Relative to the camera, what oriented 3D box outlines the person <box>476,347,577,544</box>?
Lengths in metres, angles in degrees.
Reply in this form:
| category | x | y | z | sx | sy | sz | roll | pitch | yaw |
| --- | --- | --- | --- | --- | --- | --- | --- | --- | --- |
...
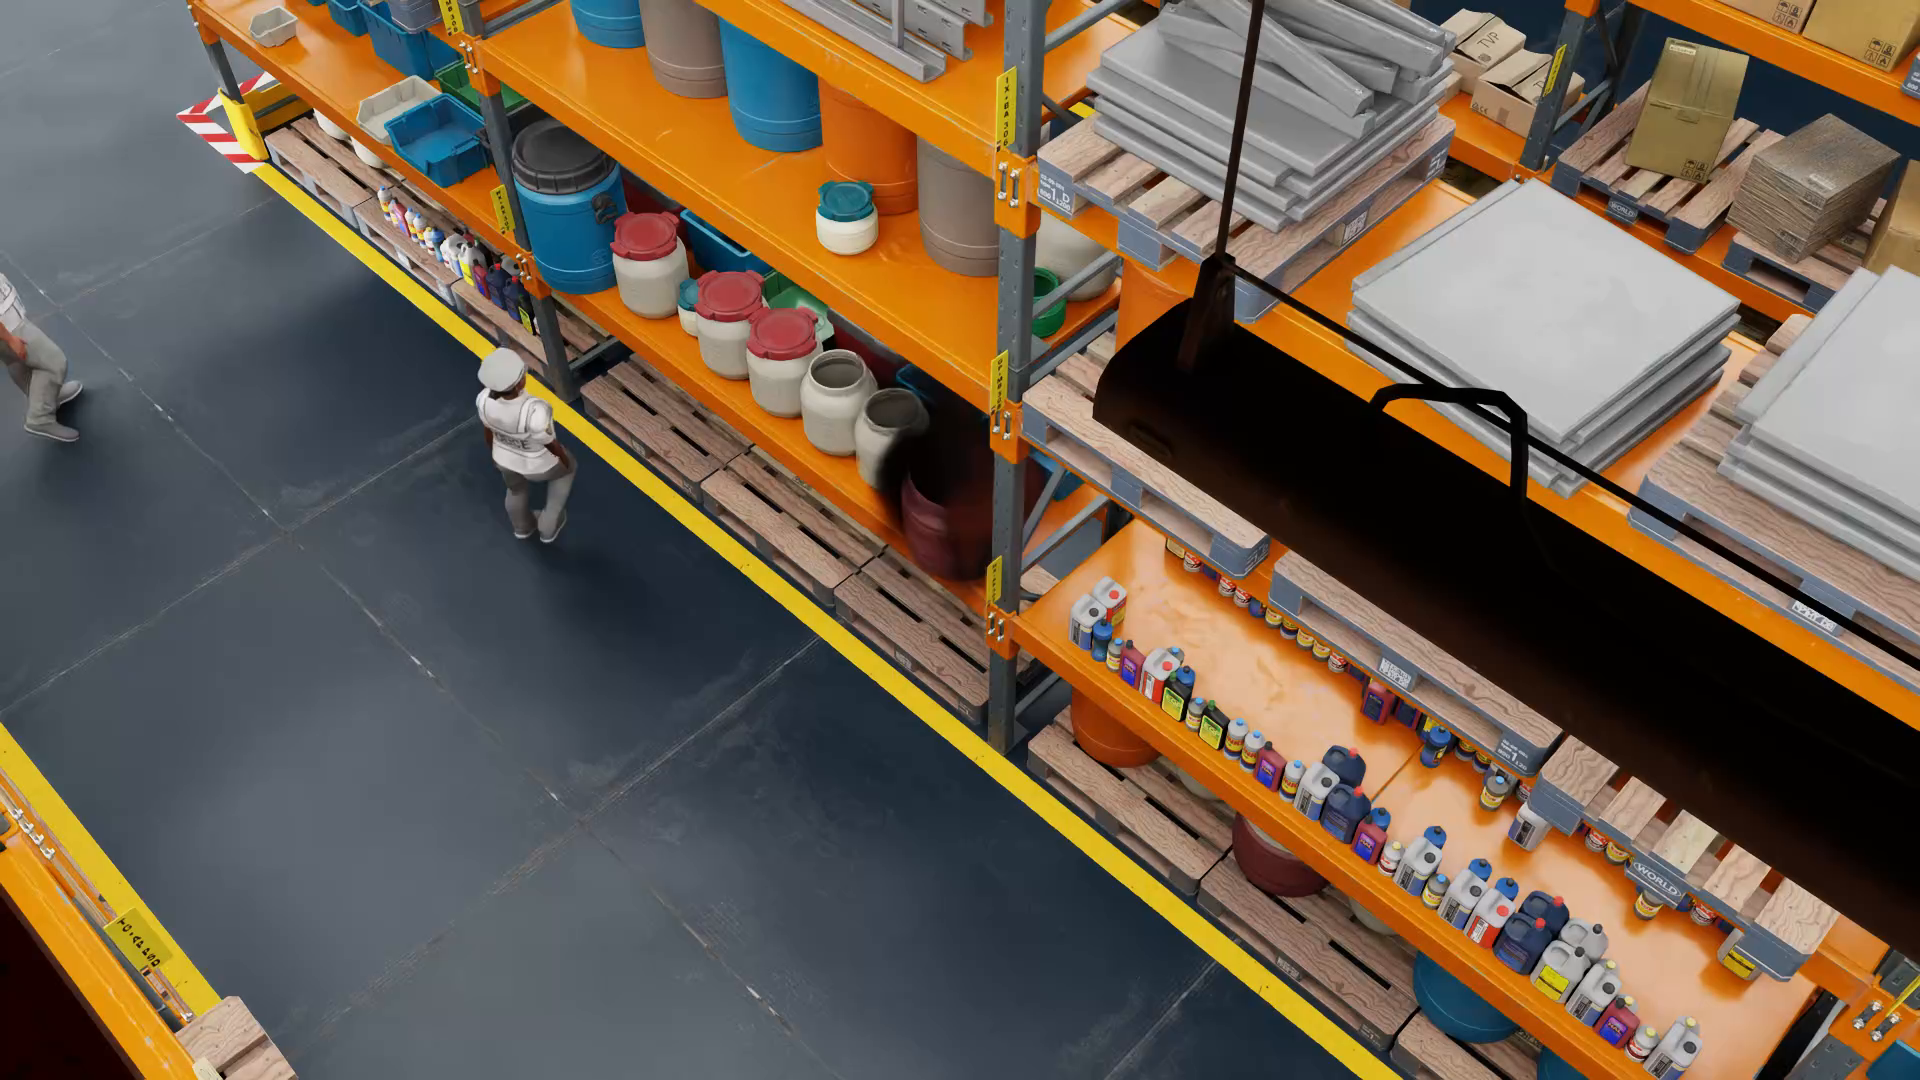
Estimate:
| category | x | y | z | sx | sy | sz | roll | pitch | yaw |
| --- | --- | --- | --- | --- | --- | --- | --- | --- | --- |
| person | -2.488 | -0.523 | 9.634 | 0.569 | 1.715 | 0.494 | 20 | 53 | 16 |

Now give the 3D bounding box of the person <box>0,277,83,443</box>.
| category | x | y | z | sx | sy | sz | roll | pitch | yaw |
| --- | --- | --- | --- | --- | --- | --- | --- | --- | --- |
| person | -6.014 | -1.383 | 10.428 | 0.607 | 1.775 | 0.529 | 29 | 56 | 22 |
